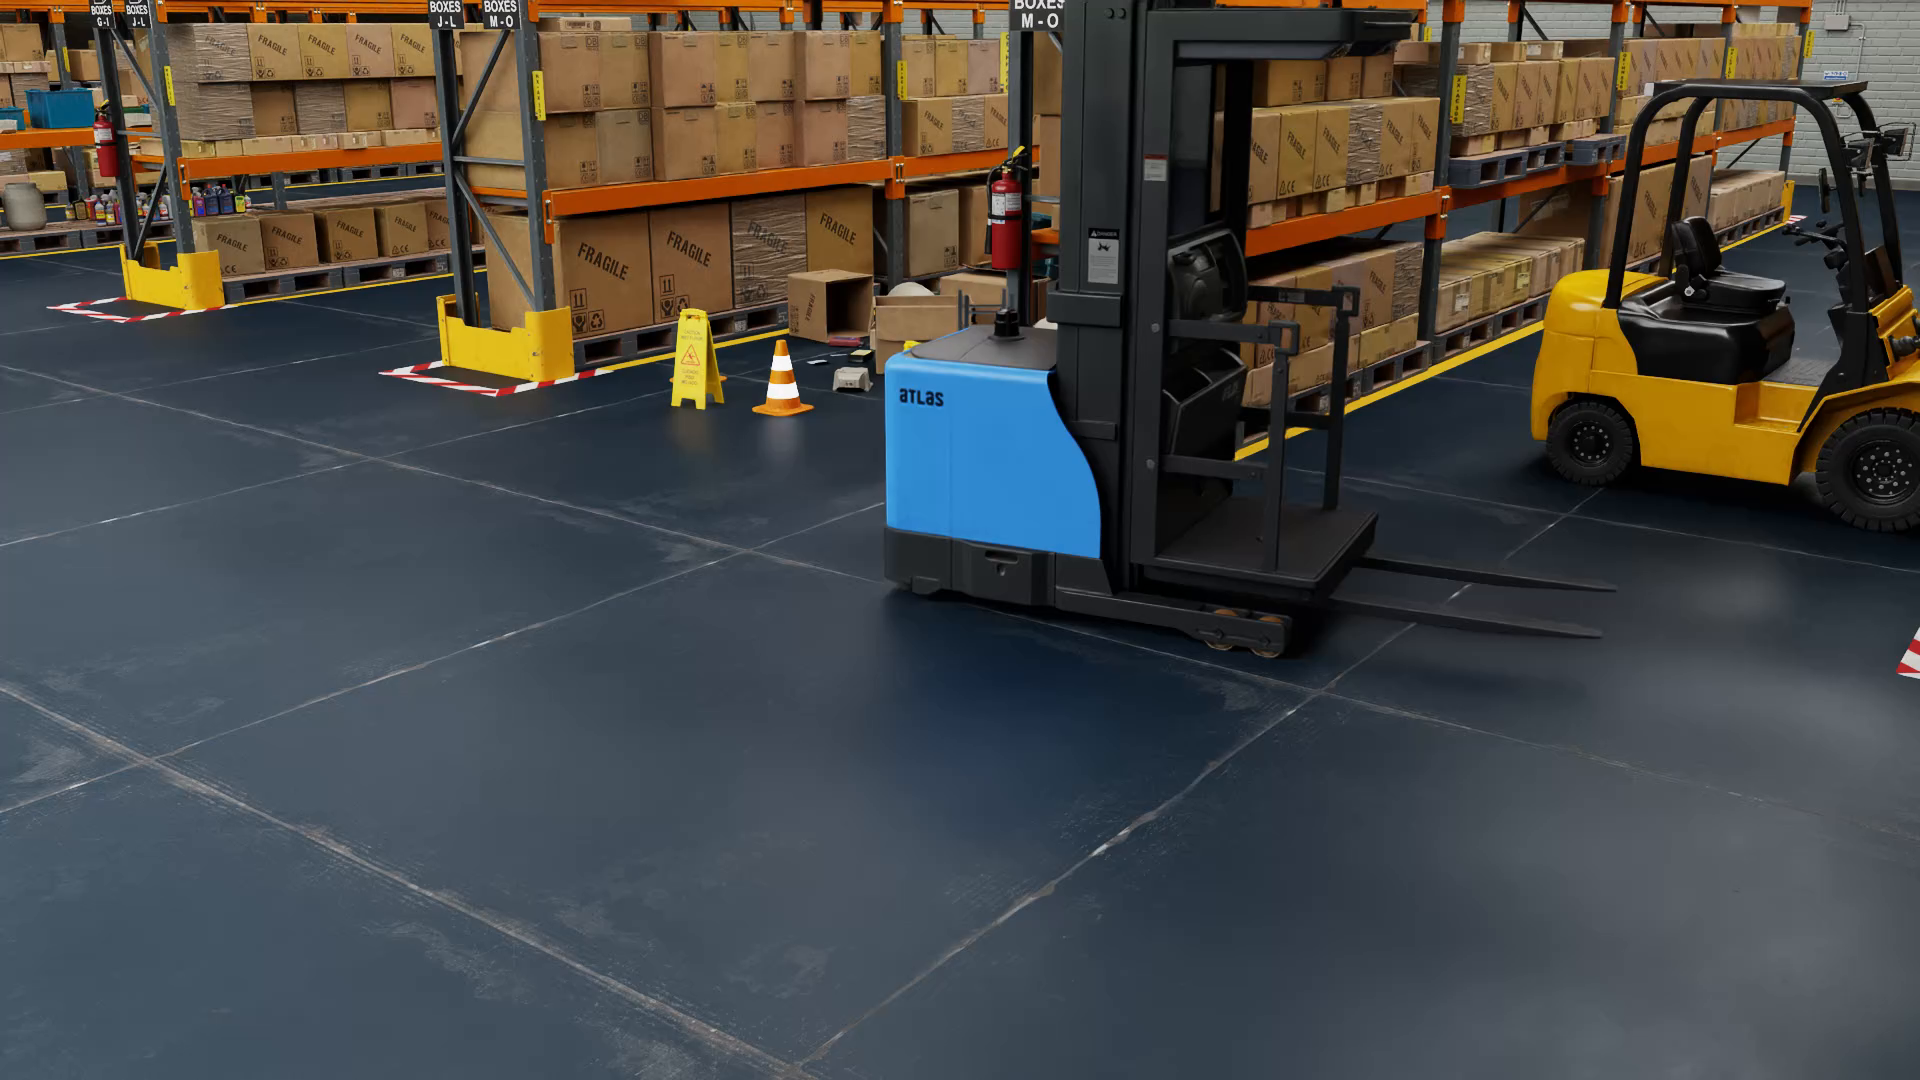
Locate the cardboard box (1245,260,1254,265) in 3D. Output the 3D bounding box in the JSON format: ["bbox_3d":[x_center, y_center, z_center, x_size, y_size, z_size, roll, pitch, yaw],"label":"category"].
[{"bbox_3d":[1.584,-1.577,10.927,0.500,0.500,0.500,12,21,33],"label":"cardboard box"}]

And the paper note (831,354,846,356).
[{"bbox_3d":[-0.936,-1.426,12.817,0.123,0.001,0.032,-7,19,-22],"label":"paper note"}]

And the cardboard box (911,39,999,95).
[{"bbox_3d":[-0.053,-4.541,15.956,0.700,0.500,0.500,13,21,35],"label":"cardboard box"}]

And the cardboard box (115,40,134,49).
[{"bbox_3d":[-14.606,-8.613,28.917,0.380,0.149,0.250,9,20,28],"label":"cardboard box"}]

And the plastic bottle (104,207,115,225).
[{"bbox_3d":[-9.842,-3.752,19.244,0.097,0.201,0.097,0,17,0],"label":"plastic bottle"}]

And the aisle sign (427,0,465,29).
[{"bbox_3d":[-3.617,-3.979,11.614,0.394,0.787,0.004,12,21,35],"label":"aisle sign"}]

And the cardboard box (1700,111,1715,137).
[{"bbox_3d":[7.787,-4.485,17.883,0.500,0.250,0.500,12,21,33],"label":"cardboard box"}]

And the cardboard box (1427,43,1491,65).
[{"bbox_3d":[3.649,-3.553,12.154,0.380,0.149,0.250,12,21,34],"label":"cardboard box"}]

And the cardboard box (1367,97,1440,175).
[{"bbox_3d":[3.020,-2.843,11.671,0.500,0.500,0.500,12,21,33],"label":"cardboard box"}]

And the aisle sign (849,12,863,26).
[{"bbox_3d":[-1.897,-9.599,29.712,0.394,0.787,0.004,12,21,35],"label":"aisle sign"}]

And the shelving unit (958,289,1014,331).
[{"bbox_3d":[0.120,-0.630,8.245,0.258,1.200,0.189,-3,17,-10],"label":"shelving unit"}]

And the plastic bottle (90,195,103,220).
[{"bbox_3d":[-10.234,-3.941,19.715,0.061,0.283,0.133,12,21,35],"label":"plastic bottle"}]

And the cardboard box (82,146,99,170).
[{"bbox_3d":[-12.381,-5.515,23.929,0.500,0.311,0.500,13,21,35],"label":"cardboard box"}]

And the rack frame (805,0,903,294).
[{"bbox_3d":[-0.950,-3.654,14.952,1.000,3.000,0.127,12,21,35],"label":"rack frame"}]

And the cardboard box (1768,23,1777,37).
[{"bbox_3d":[9.466,-6.062,19.758,0.380,0.149,0.250,13,22,36],"label":"cardboard box"}]

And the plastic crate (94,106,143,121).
[{"bbox_3d":[-9.887,-5.055,19.821,0.450,0.188,0.662,12,21,35],"label":"plastic crate"}]

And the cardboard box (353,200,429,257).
[{"bbox_3d":[-5.786,-3.173,16.911,0.500,0.500,0.500,10,20,30],"label":"cardboard box"}]

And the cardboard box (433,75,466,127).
[{"bbox_3d":[-5.518,-4.535,17.119,0.875,0.500,0.500,12,21,35],"label":"cardboard box"}]

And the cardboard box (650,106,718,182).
[{"bbox_3d":[-2.404,-3.115,12.964,0.875,0.550,0.550,12,21,35],"label":"cardboard box"}]

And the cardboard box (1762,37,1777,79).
[{"bbox_3d":[9.253,-5.663,19.568,0.500,0.500,0.500,12,21,34],"label":"cardboard box"}]

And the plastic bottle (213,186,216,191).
[{"bbox_3d":[-9.393,-4.338,21.014,0.097,0.271,0.097,0,17,0],"label":"plastic bottle"}]

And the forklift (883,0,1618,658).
[{"bbox_3d":[1.214,-1.102,6.851,3.031,2.935,1.130,8,19,25],"label":"forklift"}]

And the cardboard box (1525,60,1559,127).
[{"bbox_3d":[4.496,-3.613,13.444,0.500,0.500,0.500,11,21,32],"label":"cardboard box"}]

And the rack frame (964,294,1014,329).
[{"bbox_3d":[0.136,-0.604,8.159,0.240,1.200,0.006,-3,17,-10],"label":"rack frame"}]

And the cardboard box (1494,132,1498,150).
[{"bbox_3d":[3.931,-3.098,12.879,0.380,0.149,0.250,14,22,38],"label":"cardboard box"}]

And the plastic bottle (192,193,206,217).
[{"bbox_3d":[-9.182,-4.046,20.054,0.061,0.283,0.133,14,22,38],"label":"plastic bottle"}]

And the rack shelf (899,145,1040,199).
[{"bbox_3d":[0.241,-3.787,16.592,1.077,0.370,4.000,12,21,35],"label":"rack shelf"}]

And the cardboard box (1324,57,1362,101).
[{"bbox_3d":[2.327,-3.286,11.412,0.700,0.500,0.500,13,21,35],"label":"cardboard box"}]

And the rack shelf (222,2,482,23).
[{"bbox_3d":[-7.660,-6.995,21.866,1.077,0.370,4.000,12,21,35],"label":"rack shelf"}]

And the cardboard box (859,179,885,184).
[{"bbox_3d":[-1.525,-5.064,22.369,1.225,0.875,0.875,12,21,35],"label":"cardboard box"}]

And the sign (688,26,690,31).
[{"bbox_3d":[-5.243,-9.765,32.145,0.100,0.325,0.005,12,21,35],"label":"sign"}]

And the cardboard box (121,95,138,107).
[{"bbox_3d":[-12.135,-6.361,24.092,0.380,0.149,0.250,12,21,35],"label":"cardboard box"}]

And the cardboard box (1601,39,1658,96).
[{"bbox_3d":[6.247,-4.475,15.742,0.500,0.500,0.500,13,21,35],"label":"cardboard box"}]

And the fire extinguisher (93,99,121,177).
[{"bbox_3d":[-7.695,-3.619,14.969,0.296,0.674,0.183,12,21,35],"label":"fire extinguisher"}]

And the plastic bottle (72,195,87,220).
[{"bbox_3d":[-10.438,-3.936,19.698,0.061,0.283,0.133,13,22,36],"label":"plastic bottle"}]

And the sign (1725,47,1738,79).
[{"bbox_3d":[8.293,-5.130,17.887,0.100,0.325,0.005,12,21,35],"label":"sign"}]

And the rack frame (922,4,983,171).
[{"bbox_3d":[-0.107,-6.460,23.987,1.000,3.000,0.127,12,21,35],"label":"rack frame"}]

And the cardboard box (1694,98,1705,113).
[{"bbox_3d":[7.493,-4.607,17.432,0.500,0.250,0.500,13,22,36],"label":"cardboard box"}]

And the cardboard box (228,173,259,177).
[{"bbox_3d":[-11.168,-5.735,25.581,0.500,0.250,0.500,13,21,36],"label":"cardboard box"}]

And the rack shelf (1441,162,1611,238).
[{"bbox_3d":[4.277,-2.936,13.853,1.077,0.370,4.000,12,21,35],"label":"rack shelf"}]

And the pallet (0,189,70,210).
[{"bbox_3d":[-13.335,-4.792,23.319,1.003,0.211,1.213,12,21,35],"label":"pallet"}]

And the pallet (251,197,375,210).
[{"bbox_3d":[-8.415,-4.292,21.708,1.003,0.211,1.213,12,21,35],"label":"pallet"}]

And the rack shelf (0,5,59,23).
[{"bbox_3d":[-14.019,-6.918,21.619,1.077,0.370,4.000,12,21,35],"label":"rack shelf"}]

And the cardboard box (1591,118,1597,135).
[{"bbox_3d":[5.360,-3.640,14.623,0.380,0.149,0.250,13,21,36],"label":"cardboard box"}]

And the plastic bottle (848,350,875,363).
[{"bbox_3d":[-0.746,-1.406,12.667,0.133,0.061,0.283,5,18,16],"label":"plastic bottle"}]

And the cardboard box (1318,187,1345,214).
[{"bbox_3d":[2.235,-2.187,10.651,0.380,0.149,0.250,13,21,35],"label":"cardboard box"}]

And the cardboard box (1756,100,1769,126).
[{"bbox_3d":[9.253,-5.181,19.701,0.500,0.500,0.500,13,22,36],"label":"cardboard box"}]

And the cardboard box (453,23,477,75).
[{"bbox_3d":[-5.218,-4.946,16.758,0.500,0.500,0.500,12,21,35],"label":"cardboard box"}]

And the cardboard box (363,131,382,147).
[{"bbox_3d":[-5.882,-3.930,16.266,0.380,0.149,0.250,12,21,35],"label":"cardboard box"}]

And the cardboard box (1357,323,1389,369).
[{"bbox_3d":[2.640,-1.374,11.537,0.500,0.250,0.500,12,21,33],"label":"cardboard box"}]

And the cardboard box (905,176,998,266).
[{"bbox_3d":[-0.075,-3.173,16.488,1.050,0.750,0.750,12,21,35],"label":"cardboard box"}]

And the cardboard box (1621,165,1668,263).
[{"bbox_3d":[6.482,-3.303,16.697,0.875,0.875,0.875,13,21,35],"label":"cardboard box"}]

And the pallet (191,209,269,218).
[{"bbox_3d":[-9.285,-3.945,20.592,1.003,0.211,1.213,12,21,35],"label":"pallet"}]

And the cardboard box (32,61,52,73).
[{"bbox_3d":[-12.817,-6.561,23.050,0.380,0.149,0.250,12,21,35],"label":"cardboard box"}]

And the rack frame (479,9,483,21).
[{"bbox_3d":[-6.468,-6.382,23.738,1.000,3.000,0.127,12,21,35],"label":"rack frame"}]

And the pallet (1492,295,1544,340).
[{"bbox_3d":[4.274,-1.949,14.164,1.003,0.211,1.213,12,21,35],"label":"pallet"}]

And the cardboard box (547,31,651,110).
[{"bbox_3d":[-2.828,-3.517,12.438,0.875,0.550,0.550,12,21,35],"label":"cardboard box"}]
